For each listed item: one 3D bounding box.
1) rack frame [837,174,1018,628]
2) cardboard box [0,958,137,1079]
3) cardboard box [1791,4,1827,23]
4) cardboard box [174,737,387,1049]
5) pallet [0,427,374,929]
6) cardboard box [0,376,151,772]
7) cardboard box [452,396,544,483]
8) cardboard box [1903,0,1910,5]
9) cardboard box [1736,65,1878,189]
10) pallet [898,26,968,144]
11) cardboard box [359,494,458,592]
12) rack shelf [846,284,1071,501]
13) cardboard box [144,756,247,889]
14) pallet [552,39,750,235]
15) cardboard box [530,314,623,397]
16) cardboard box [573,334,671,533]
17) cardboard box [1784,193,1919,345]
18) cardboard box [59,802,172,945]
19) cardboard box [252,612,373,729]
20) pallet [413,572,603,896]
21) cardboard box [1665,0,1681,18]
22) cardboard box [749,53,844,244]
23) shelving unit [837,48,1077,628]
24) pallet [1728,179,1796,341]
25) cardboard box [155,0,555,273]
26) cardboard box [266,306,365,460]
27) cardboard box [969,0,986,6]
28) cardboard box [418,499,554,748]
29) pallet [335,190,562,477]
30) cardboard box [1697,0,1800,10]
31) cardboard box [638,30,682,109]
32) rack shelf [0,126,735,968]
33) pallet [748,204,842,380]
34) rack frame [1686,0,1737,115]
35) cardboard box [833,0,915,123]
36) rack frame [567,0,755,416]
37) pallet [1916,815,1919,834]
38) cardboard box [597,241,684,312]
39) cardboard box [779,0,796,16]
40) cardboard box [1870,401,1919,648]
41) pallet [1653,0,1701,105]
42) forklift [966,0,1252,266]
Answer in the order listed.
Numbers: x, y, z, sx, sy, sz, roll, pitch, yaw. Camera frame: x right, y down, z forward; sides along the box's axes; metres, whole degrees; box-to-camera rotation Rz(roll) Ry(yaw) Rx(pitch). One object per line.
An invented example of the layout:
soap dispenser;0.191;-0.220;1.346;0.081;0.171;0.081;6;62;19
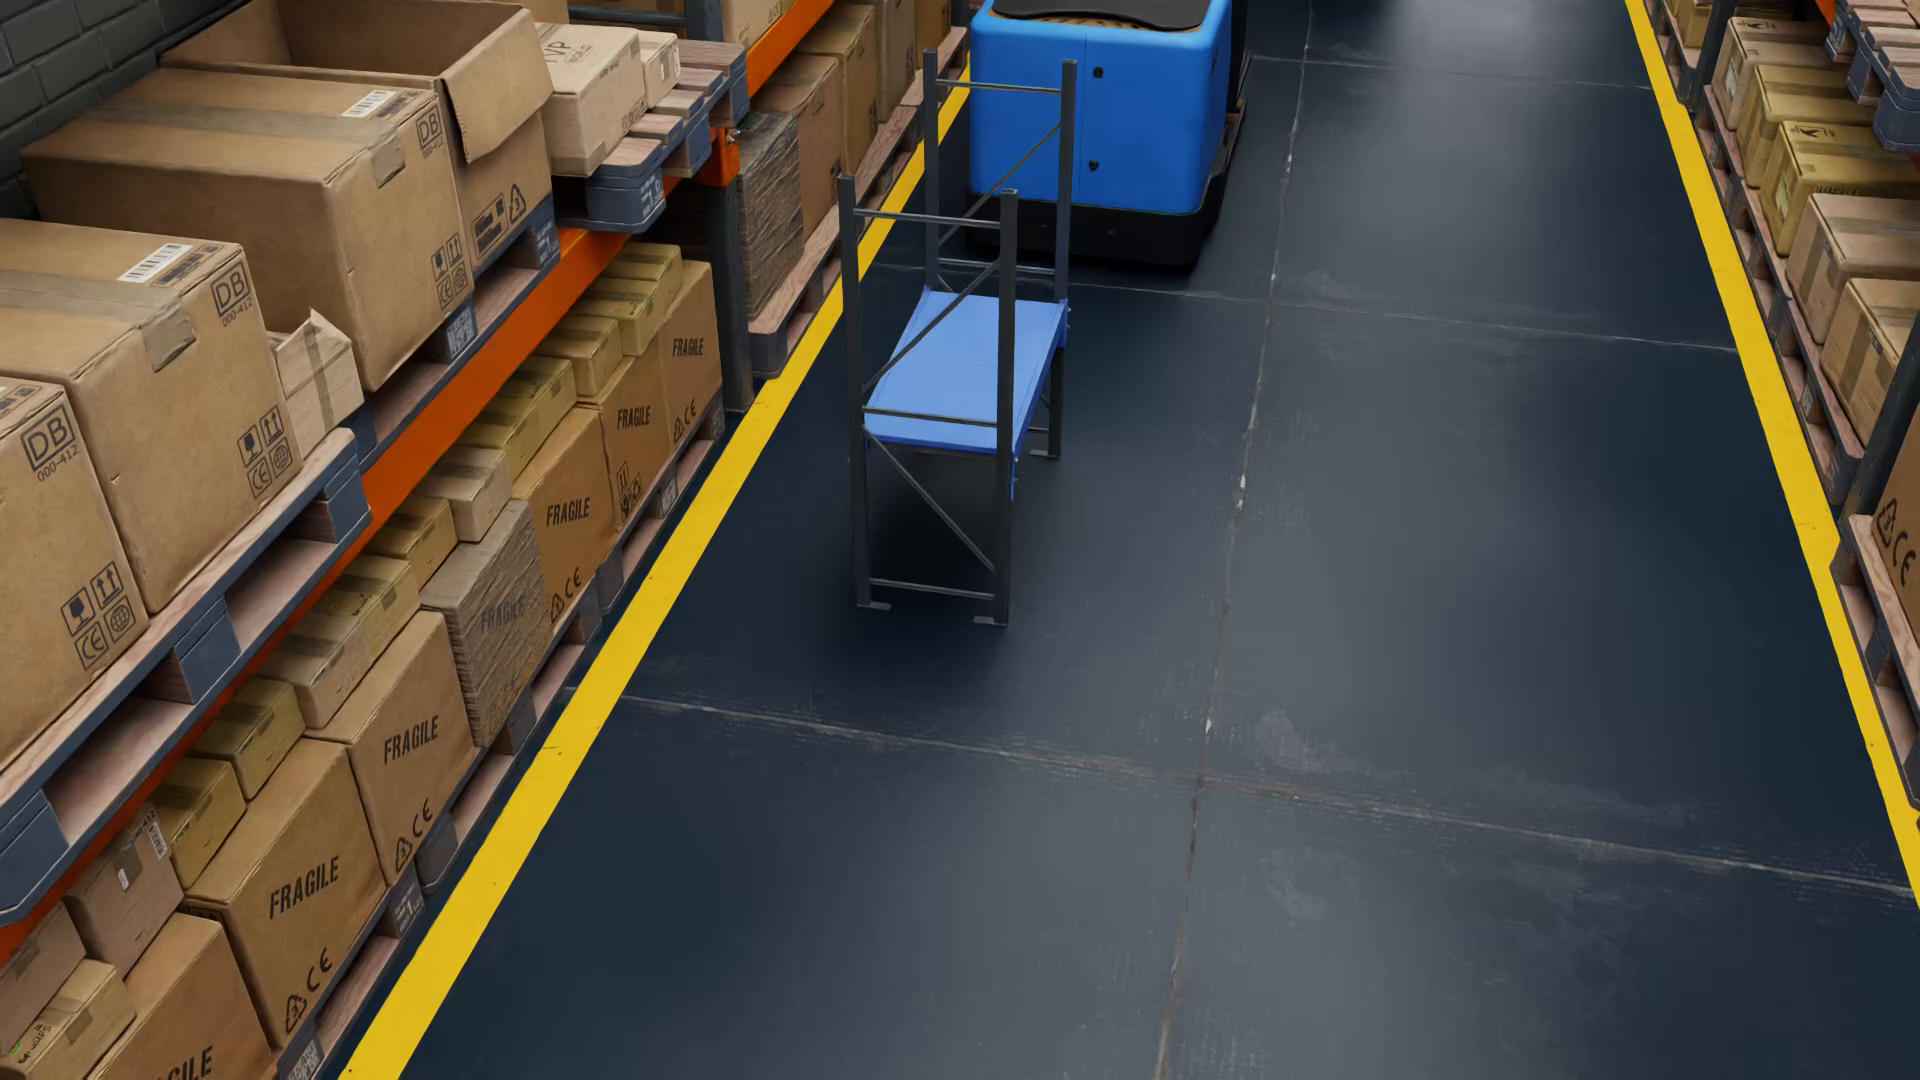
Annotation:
rack frame;-0.090;-0.365;4.975;0.500;1.500;0.032;7;37;10
cardboard box;-1.822;0.910;3.158;0.380;0.149;0.250;9;37;12
cardboard box;4.790;-2.824;9.076;0.500;0.250;0.500;6;36;8
cardboard box;-1.732;0.790;3.877;0.500;0.500;0.500;7;36;9
pallet;-1.882;0.136;3.169;1.003;0.211;1.213;7;37;10
cardboard box;-1.837;0.043;2.691;0.700;0.500;0.500;8;37;11
cardboard box;-1.443;-0.301;4.829;0.380;0.149;0.250;7;36;9
cardboard box;3.444;-1.912;5.688;0.380;0.149;0.250;6;36;8
cardboard box;4.140;-1.856;7.636;0.950;0.372;0.625;10;37;13
pallet;-0.569;-2.527;9.057;1.003;0.211;1.213;7;37;10
cardboard box;-1.575;-0.005;4.420;0.380;0.149;0.250;7;37;10
rack shelf;0.018;-0.511;5.483;0.538;0.185;1.000;7;37;10
cardboard box;-1.795;0.593;3.595;0.380;0.149;0.250;6;36;8
pallet;-1.381;-1.315;5.172;1.213;0.211;1.003;7;37;10
cardboard box;-1.290;-0.590;5.227;0.380;0.149;0.250;6;36;8
cardboard box;-1.302;-0.393;5.509;0.500;0.500;0.500;7;36;9
cardboard box;3.826;-1.023;6.487;0.950;0.372;0.625;7;36;9
cardboard box;-1.814;0.635;3.284;0.380;0.149;0.250;6;36;8
cardboard box;-1.660;0.296;4.005;0.380;0.149;0.250;7;37;10
pallet;-1.764;0.460;4.936;1.003;0.211;1.213;7;37;10
cardboard box;4.367;-3.199;9.593;0.500;0.250;0.500;6;36;9
cardboard box;-1.026;-1.730;7.247;0.875;0.625;0.625;8;37;11
shelving unit;0.018;-0.656;5.377;0.538;1.500;1.048;7;37;10
pallet;3.977;-1.186;7.207;1.003;0.211;1.213;7;37;10
cardboard box;-1.472;-1.043;4.187;0.797;0.503;0.637;7;36;9
cardboard box;-1.487;-0.361;3.449;0.396;0.266;0.258;9;37;12
cardboard box;-0.023;-3.376;9.837;0.500;0.250;0.500;8;37;10
cardboard box;-1.504;0.207;4.680;0.500;0.500;0.500;6;36;8
pallet;-1.715;-0.597;4.181;1.003;0.211;1.213;7;37;10
cardboard box;4.264;-3.196;8.950;0.500;0.500;0.500;7;36;9
cardboard box;-1.070;-1.434;5.028;0.380;0.149;0.250;8;37;11
rack shelf;-1.732;-0.352;4.293;1.077;0.370;4.000;7;37;10
pallet;-1.091;-1.128;7.127;1.003;0.211;1.213;7;37;10
rack frame;4.400;-3.463;7.972;1.000;3.000;0.127;7;37;10
cardboard box;-0.724;-2.547;8.374;0.875;0.625;0.625;7;37;9
rack frame;-1.305;-1.790;5.664;1.000;3.000;0.127;7;37;10
pallet;3.041;1.099;4.054;1.003;0.211;1.213;7;37;10
cardboard box;-1.163;-0.896;5.649;0.380;0.149;0.250;6;36;8
cardboard box;-0.859;-2.241;6.414;0.500;0.250;0.500;7;36;9
cardboard box;3.317;-0.094;4.777;0.875;0.875;0.875;7;37;10
pallet;4.509;-2.724;9.328;1.003;0.211;1.213;7;37;10
forklift;0.881;-3.254;7.742;1.130;2.935;3.031;8;37;11
